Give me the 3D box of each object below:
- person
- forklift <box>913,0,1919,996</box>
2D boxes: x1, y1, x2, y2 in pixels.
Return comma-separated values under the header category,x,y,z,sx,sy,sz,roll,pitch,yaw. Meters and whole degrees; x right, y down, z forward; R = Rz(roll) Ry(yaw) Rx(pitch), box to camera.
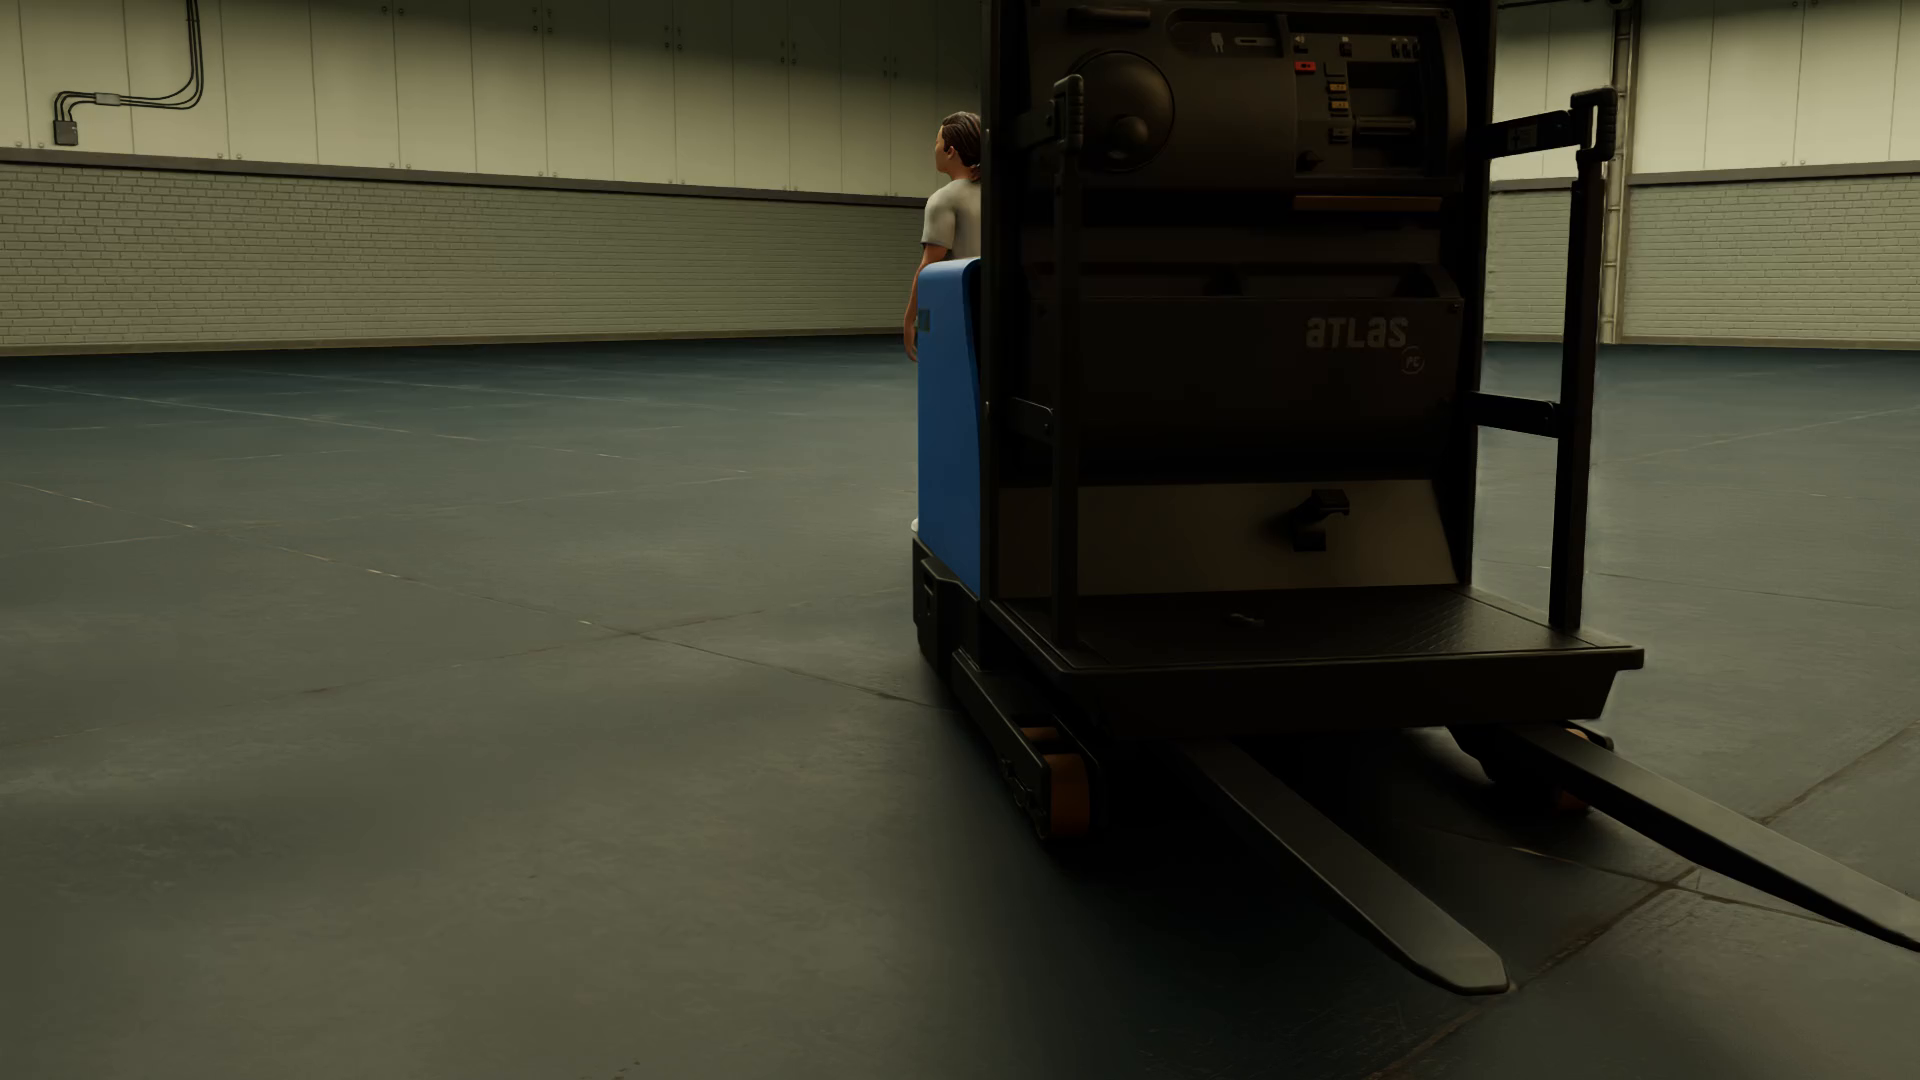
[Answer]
category,x,y,z,sx,sy,sz,roll,pitch,yaw
person,-0.043,-0.845,6.652,0.549,1.675,0.549,8,12,43
forklift,0.629,-0.954,3.208,1.130,2.935,3.031,-1,9,-10
